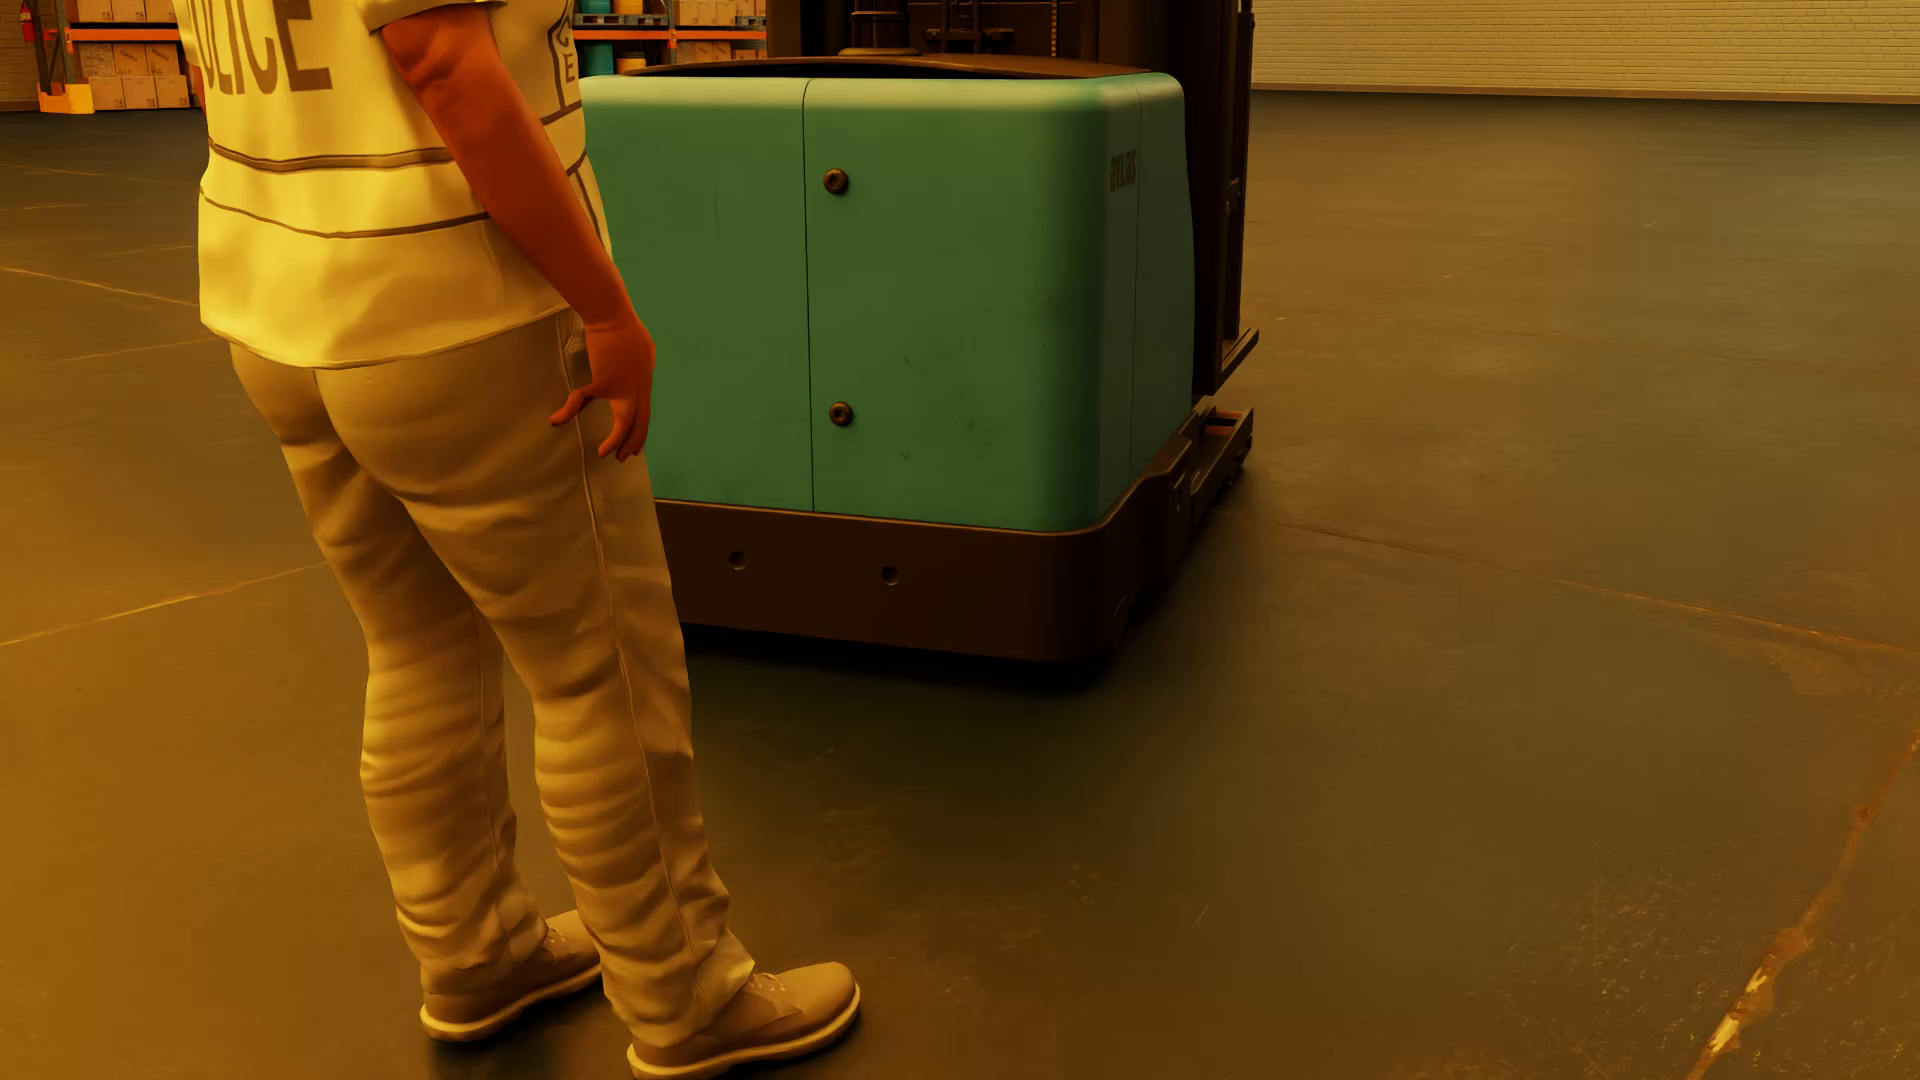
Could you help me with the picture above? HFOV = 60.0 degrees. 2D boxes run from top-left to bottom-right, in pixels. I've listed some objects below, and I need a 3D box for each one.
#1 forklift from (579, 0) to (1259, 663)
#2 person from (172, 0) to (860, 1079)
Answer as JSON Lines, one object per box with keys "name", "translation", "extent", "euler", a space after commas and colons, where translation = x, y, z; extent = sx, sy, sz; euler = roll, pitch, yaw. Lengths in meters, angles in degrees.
{"name": "forklift", "translation": [0.182, -1.571, 4.072], "extent": [1.130, 2.935, 3.031], "euler": [5, 18, 17]}
{"name": "person", "translation": [-0.490, -0.223, 1.783], "extent": [0.599, 1.670, 0.529], "euler": [15, 22, 40]}
